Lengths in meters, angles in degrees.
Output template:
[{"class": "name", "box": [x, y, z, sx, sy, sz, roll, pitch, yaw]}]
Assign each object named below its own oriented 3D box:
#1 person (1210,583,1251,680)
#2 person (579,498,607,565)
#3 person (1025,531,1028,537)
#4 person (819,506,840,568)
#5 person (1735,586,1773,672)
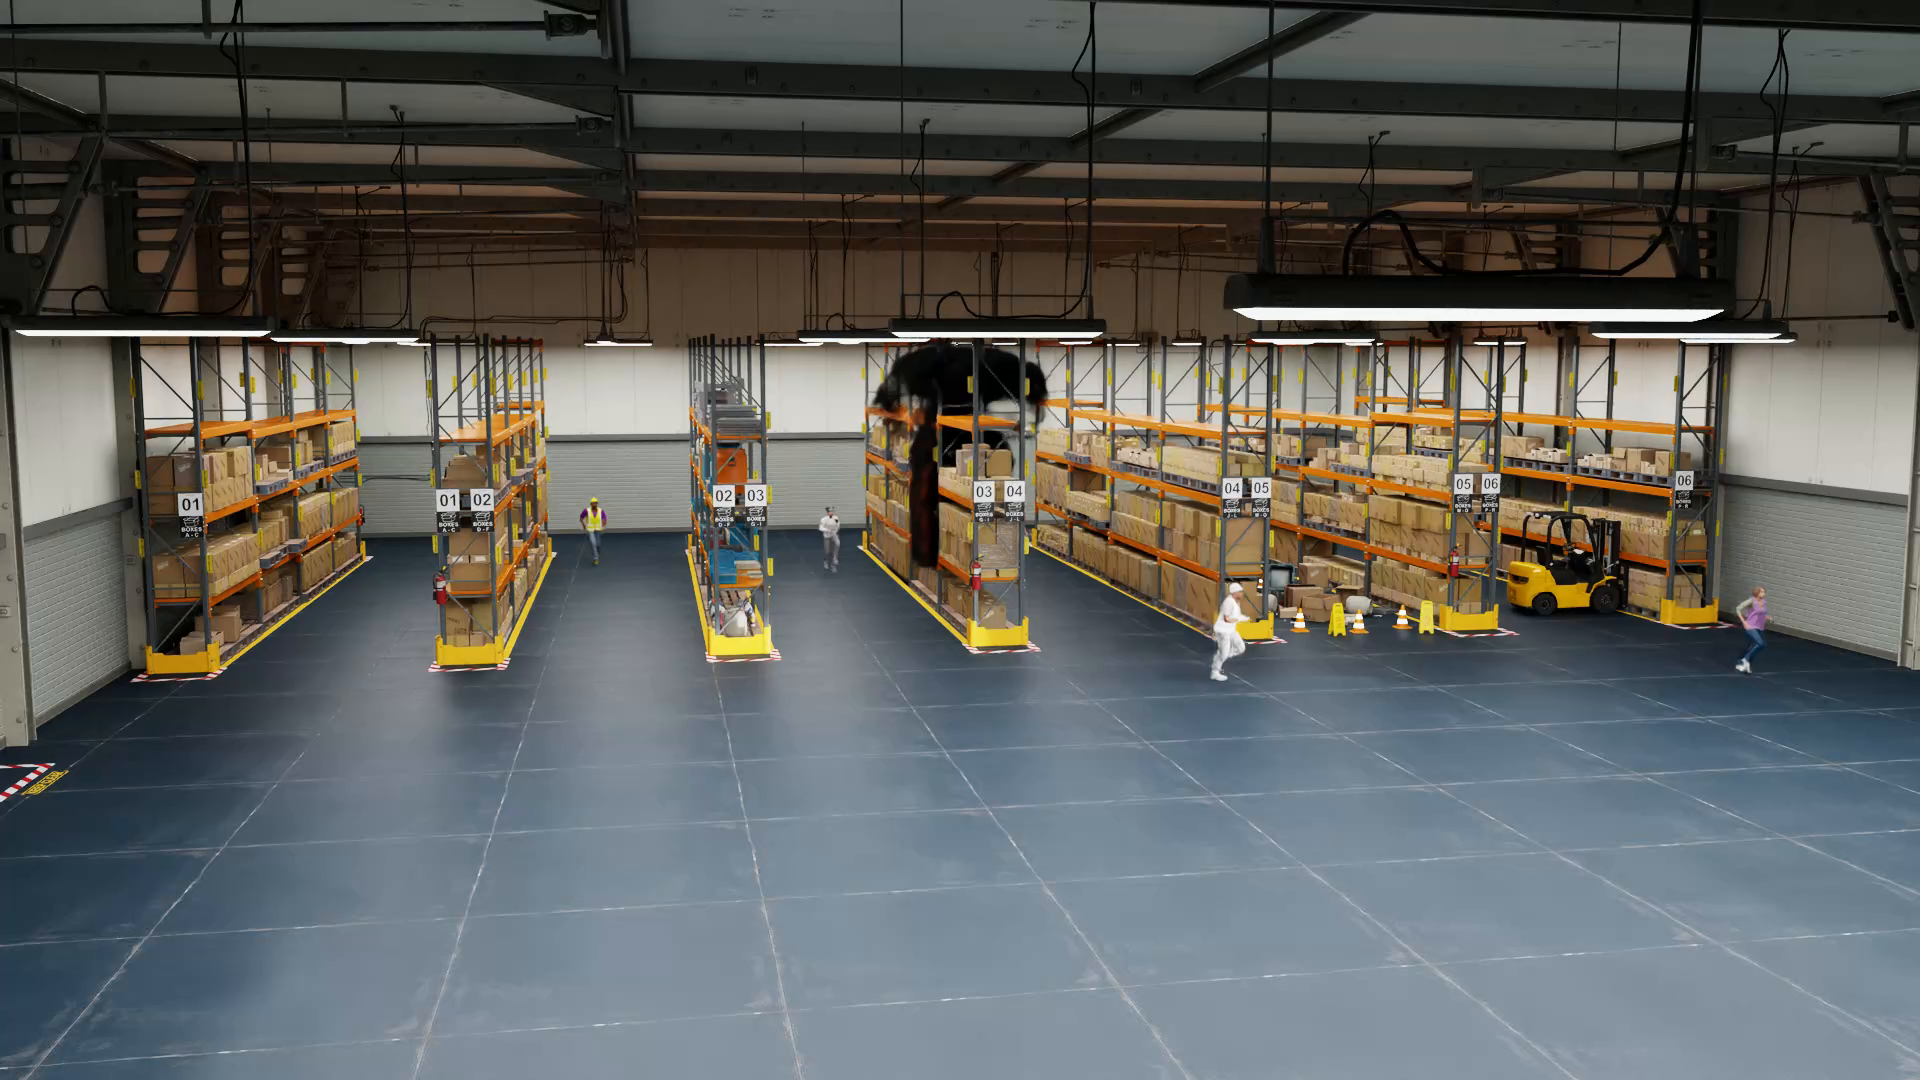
[{"class": "person", "box": [4.681, 1.582, 28.684, 0.742, 1.707, 0.667, 4, 8, 31]}, {"class": "person", "box": [-9.807, -0.244, 44.551, 0.712, 1.767, 0.921, -3, 7, -24]}, {"class": "person", "box": [1.625, -0.755, 49.548, 0.867, 1.622, 0.607, -2, 7, -13]}, {"class": "person", "box": [-3.360, -0.064, 42.915, 0.562, 1.656, 0.885, -2, 7, -14]}, {"class": "person", "box": [14.024, 1.623, 29.361, 0.530, 1.465, 0.646, -3, 7, -27]}]
